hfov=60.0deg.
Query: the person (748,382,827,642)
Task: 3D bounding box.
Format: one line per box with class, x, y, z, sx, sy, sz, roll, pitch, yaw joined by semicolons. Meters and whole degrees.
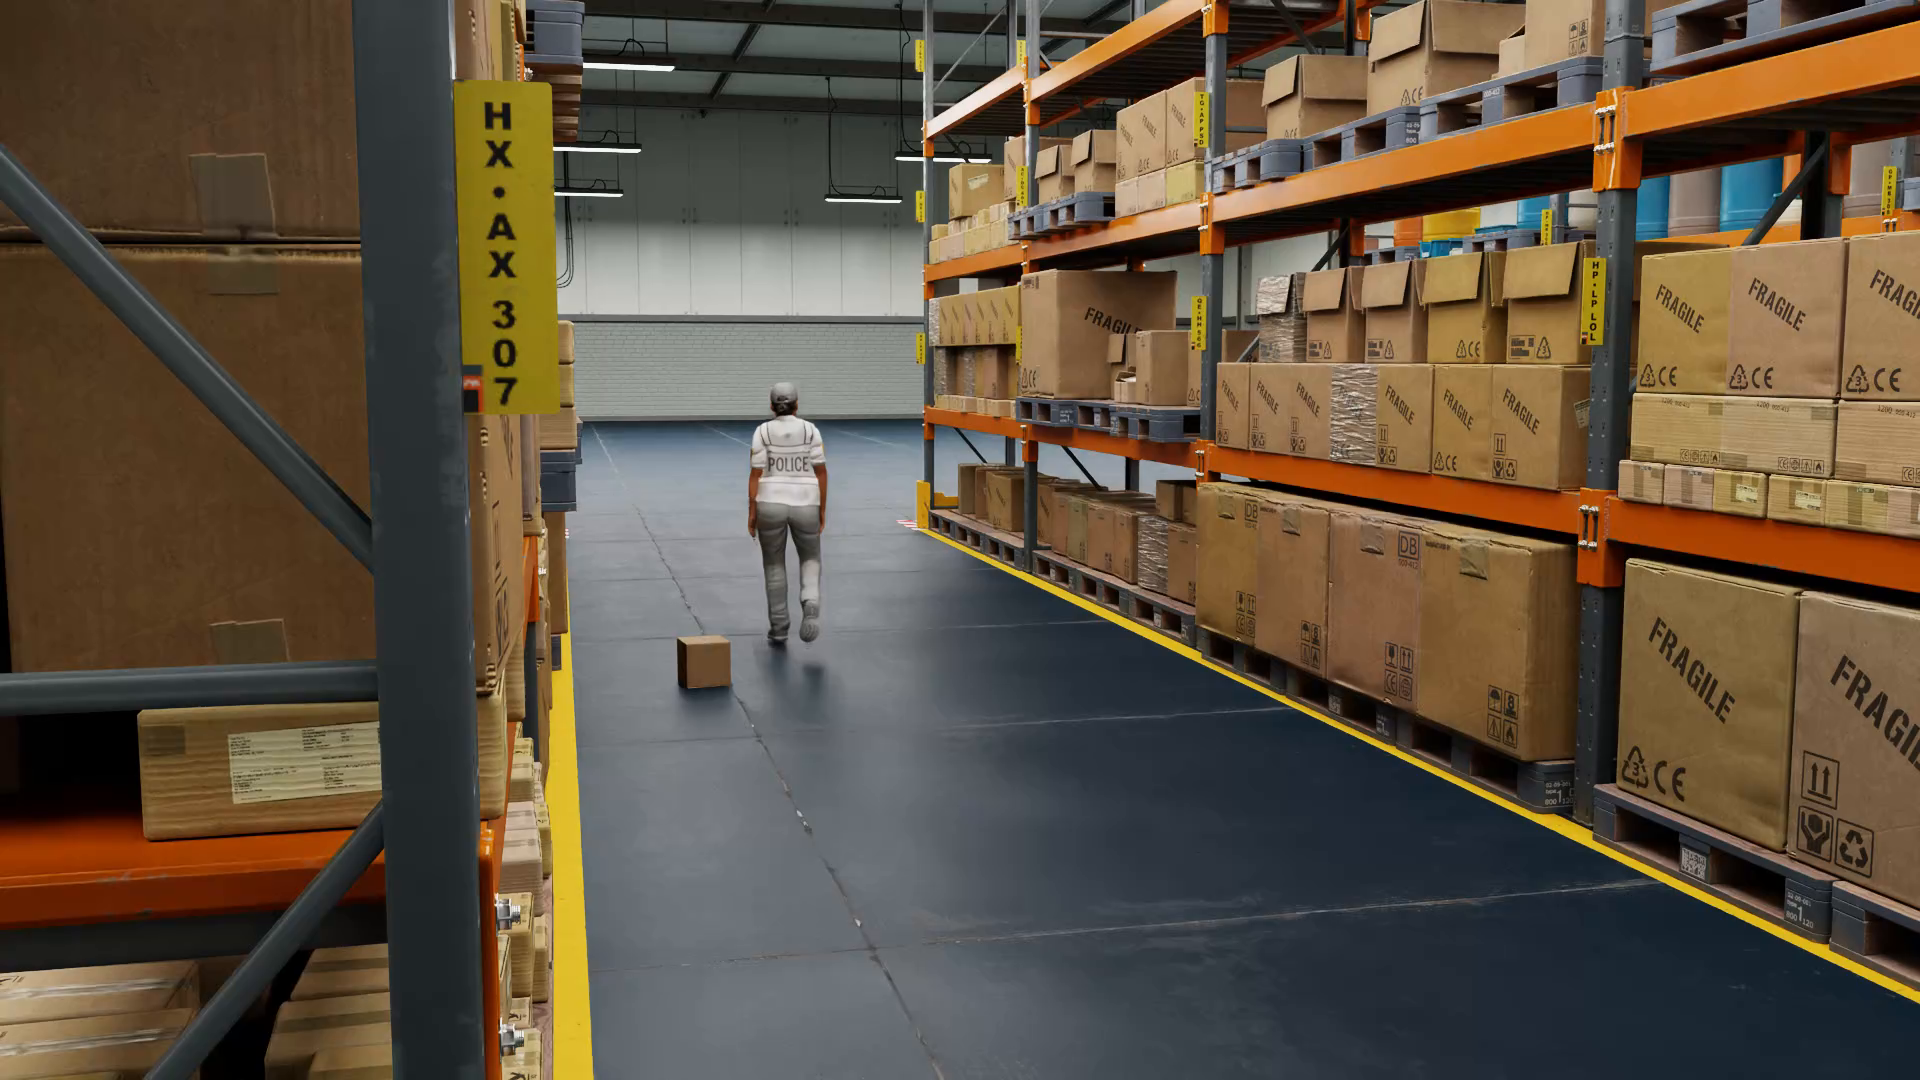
person;-1.093;-0.177;10.597;0.504;1.649;0.487;-1;6;-12
